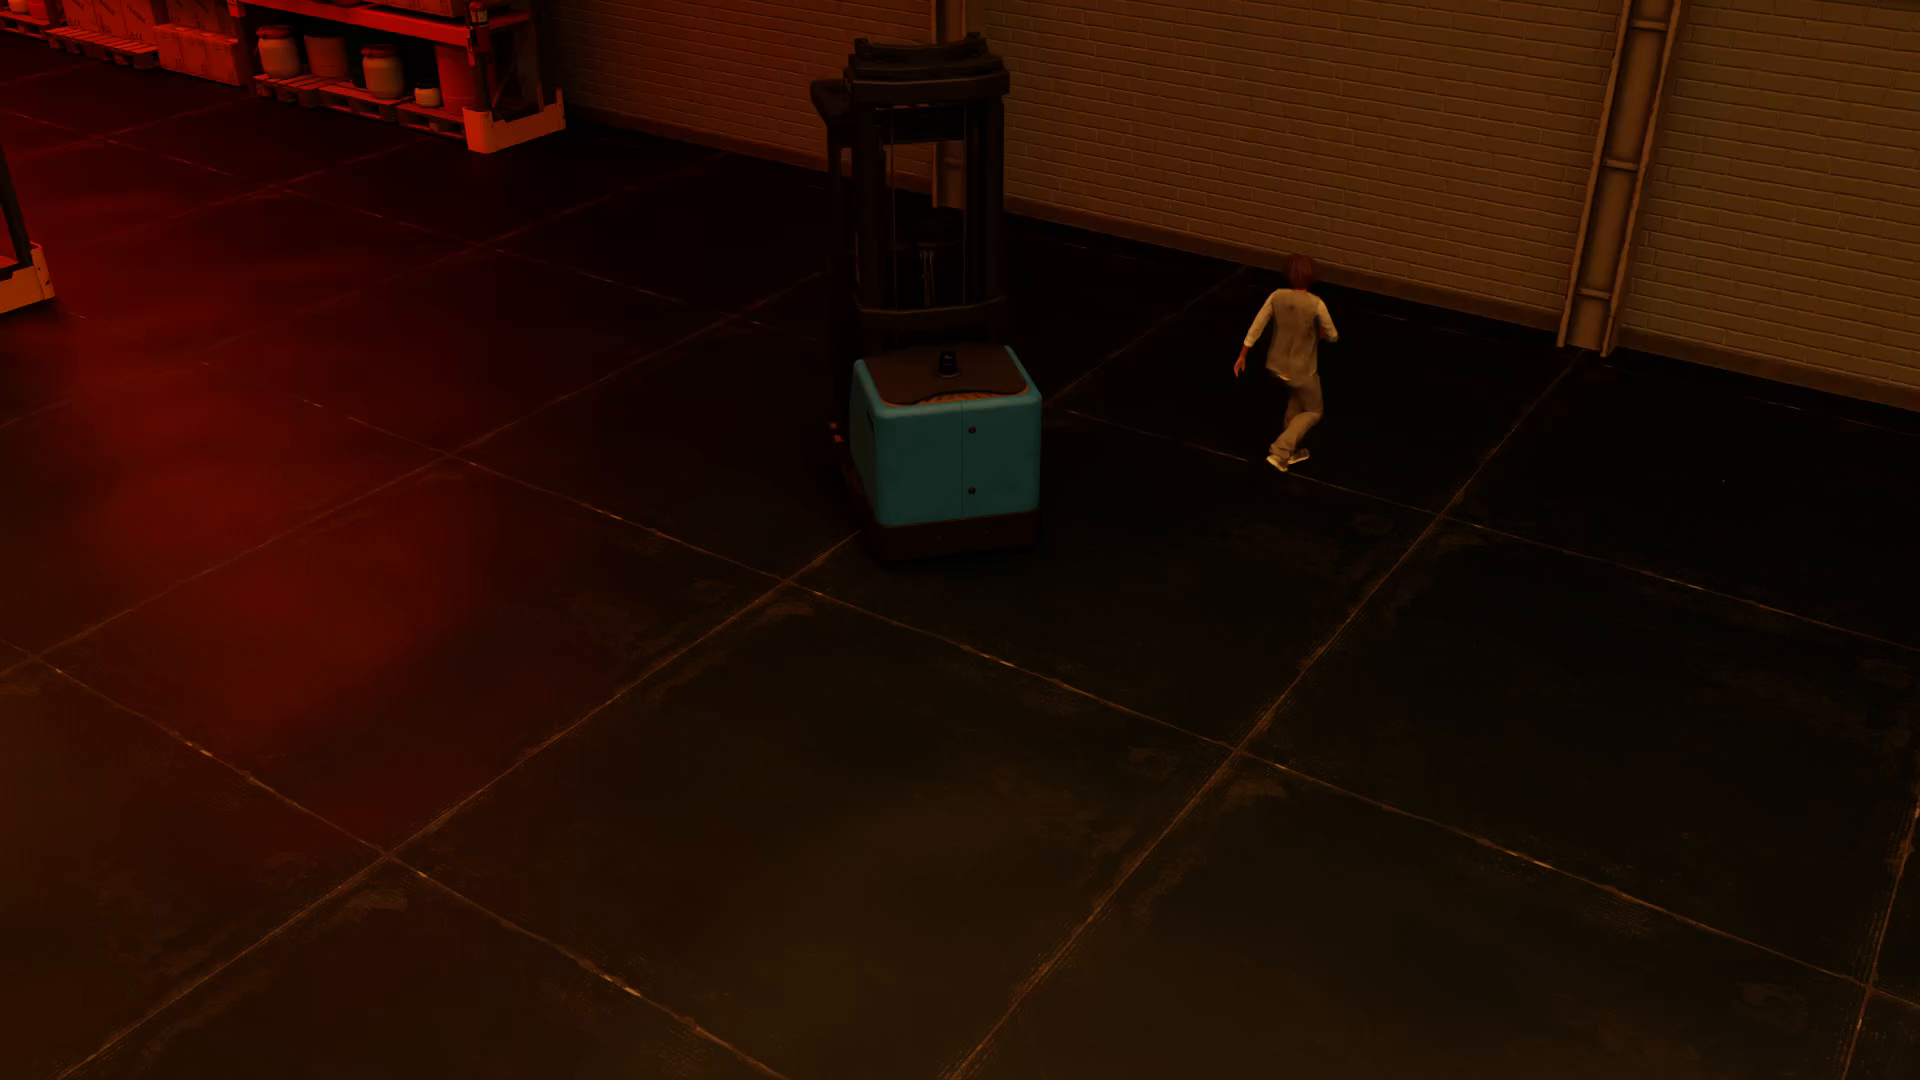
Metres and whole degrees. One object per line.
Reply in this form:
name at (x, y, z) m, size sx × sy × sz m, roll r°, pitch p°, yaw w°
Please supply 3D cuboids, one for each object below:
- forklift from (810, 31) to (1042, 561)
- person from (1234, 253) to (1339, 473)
forklift at (-0.325, -1.865, 10.793) m, size 1.130 × 2.935 × 3.031 m, roll -7°, pitch 31°, yaw -11°
person at (2.187, -1.161, 10.985) m, size 0.615 × 1.539 × 0.529 m, roll -23°, pitch 37°, yaw -34°
